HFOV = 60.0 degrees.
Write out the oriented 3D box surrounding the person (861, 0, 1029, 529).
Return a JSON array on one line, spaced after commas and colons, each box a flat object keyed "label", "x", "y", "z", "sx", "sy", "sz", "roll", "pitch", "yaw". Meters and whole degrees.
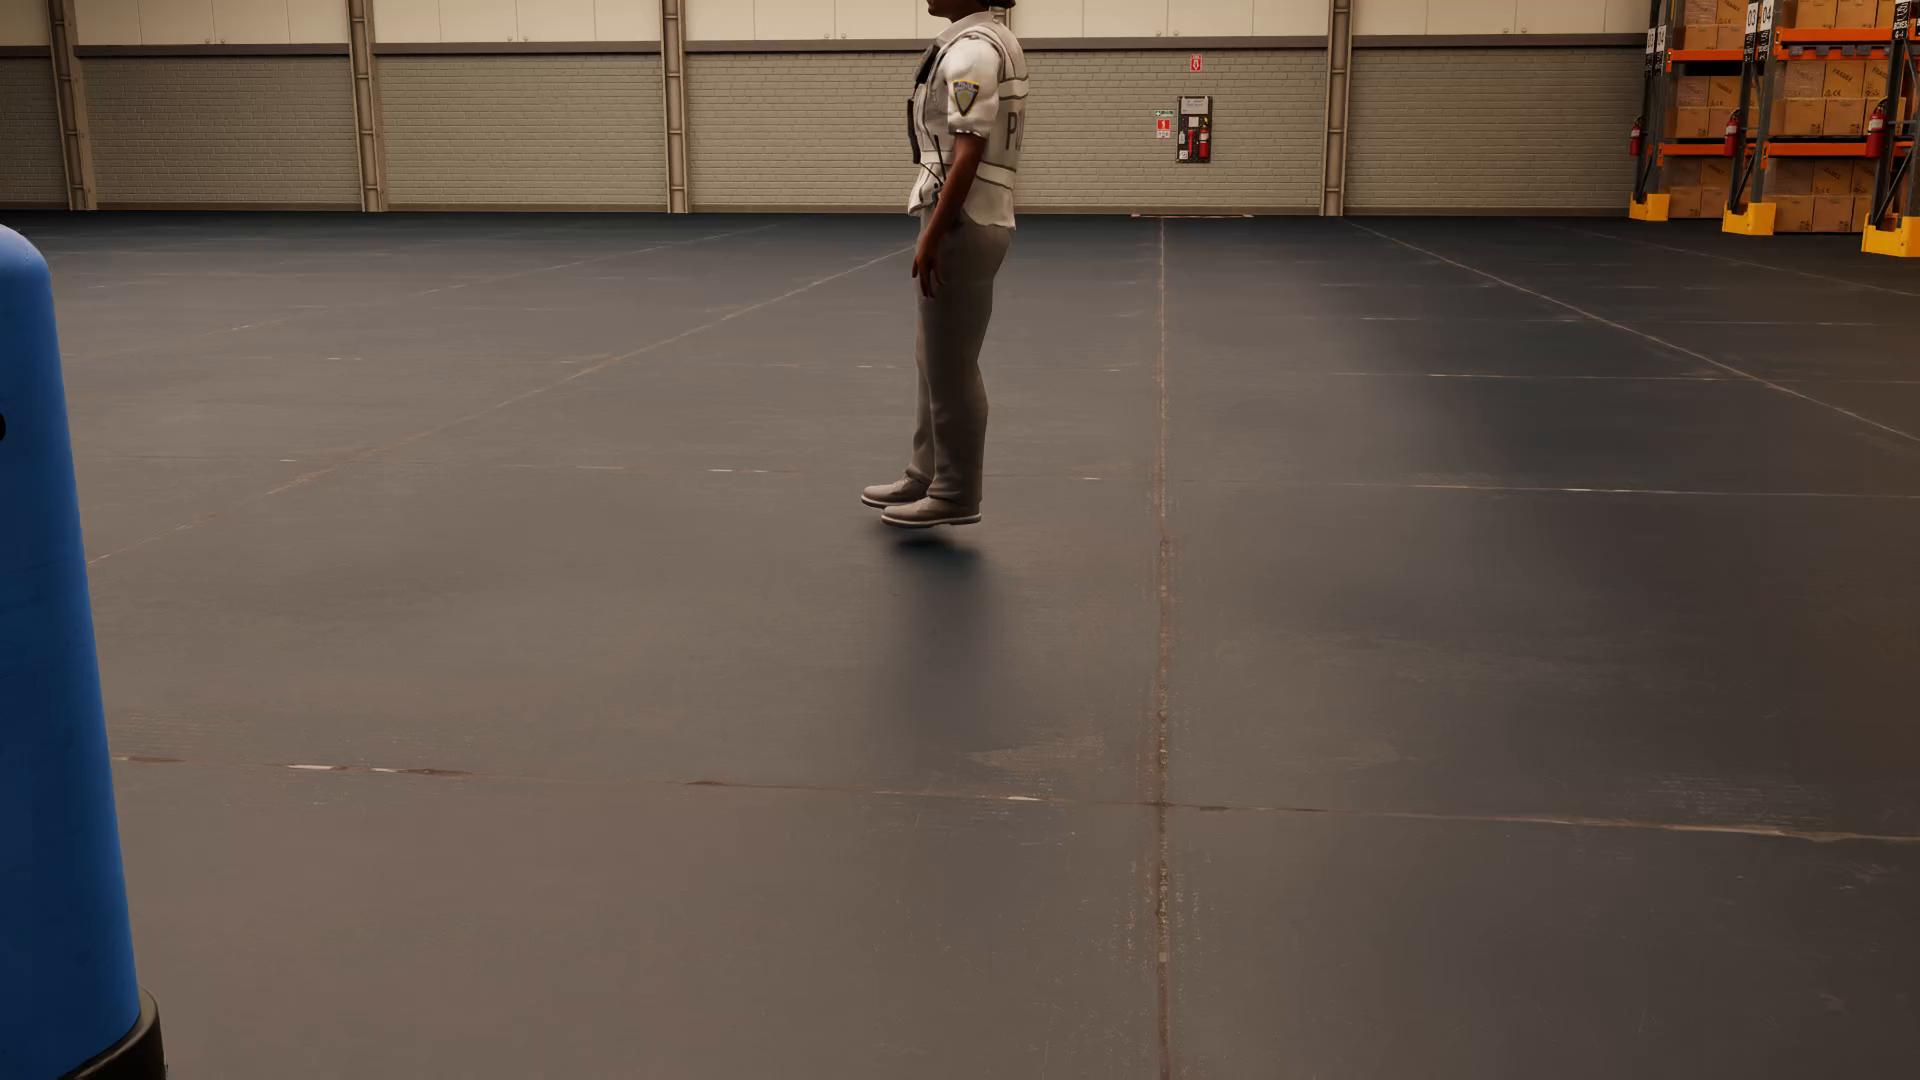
[{"label": "person", "x": -0.072, "y": -0.878, "z": 4.771, "sx": 0.528, "sy": 1.695, "sz": 0.569, "roll": 2, "pitch": 13, "yaw": 7}]
